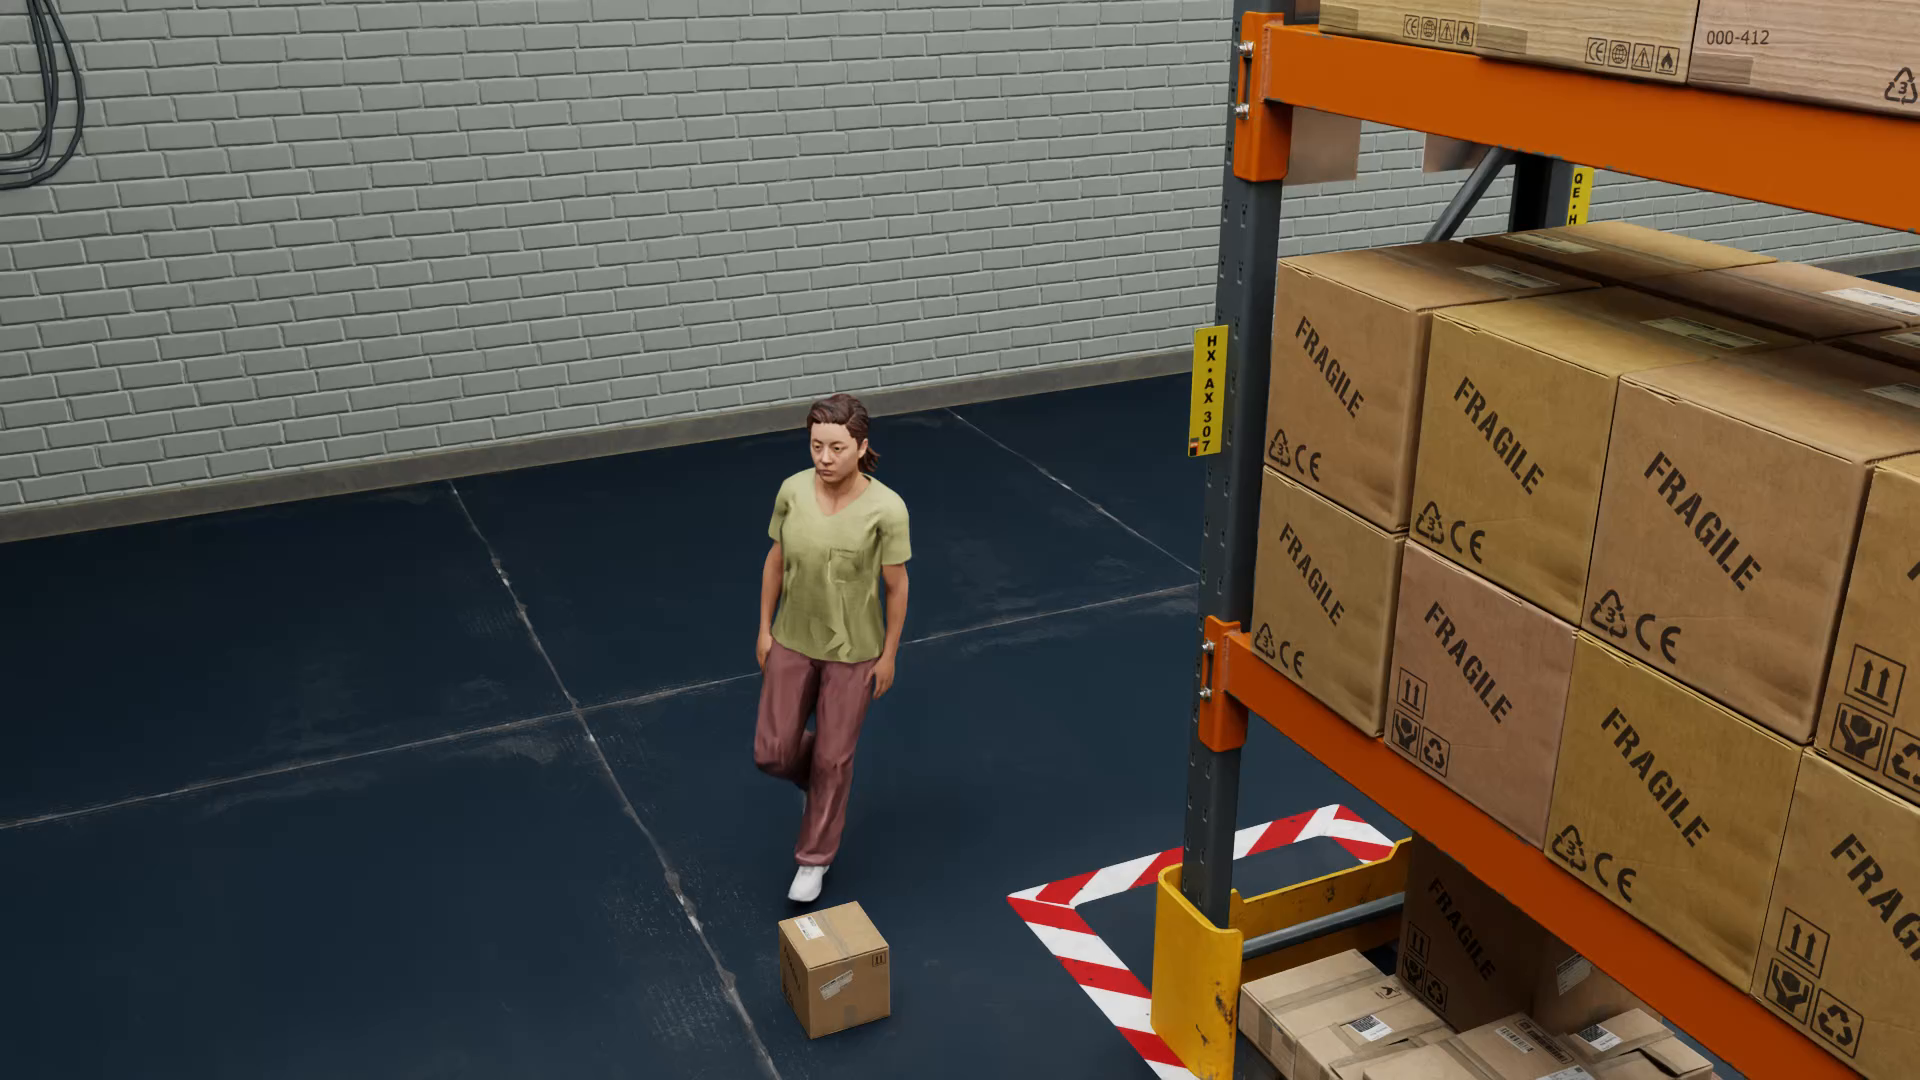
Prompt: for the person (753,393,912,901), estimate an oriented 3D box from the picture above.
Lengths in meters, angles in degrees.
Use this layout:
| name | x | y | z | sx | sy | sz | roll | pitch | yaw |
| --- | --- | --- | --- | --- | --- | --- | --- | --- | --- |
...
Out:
| name | x | y | z | sx | sy | sz | roll | pitch | yaw |
| --- | --- | --- | --- | --- | --- | --- | --- | --- | --- |
| person | -0.393 | 0.326 | 5.253 | 0.507 | 1.662 | 0.544 | 6 | 23 | 14 |
